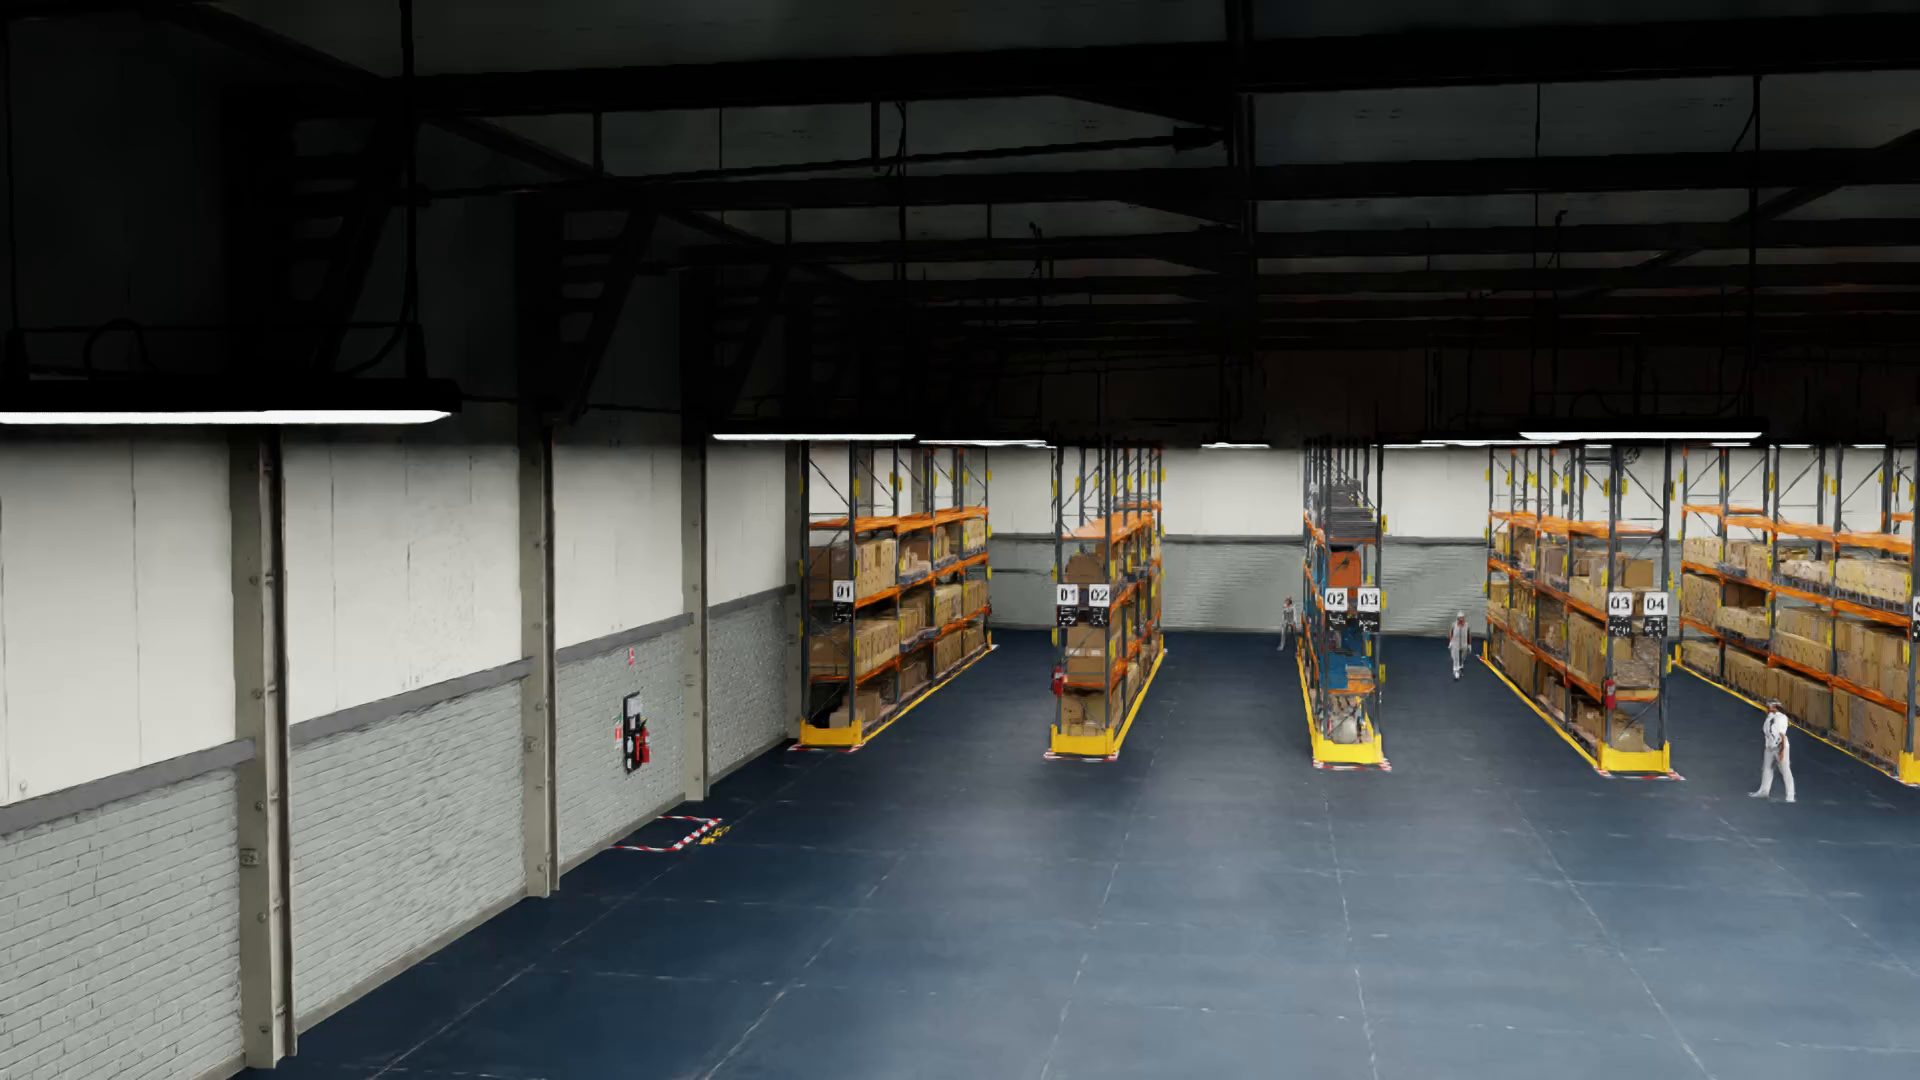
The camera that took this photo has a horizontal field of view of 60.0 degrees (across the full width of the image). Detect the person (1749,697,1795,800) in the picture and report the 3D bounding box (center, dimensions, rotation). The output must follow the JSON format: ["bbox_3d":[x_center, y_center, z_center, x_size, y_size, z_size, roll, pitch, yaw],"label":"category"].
[{"bbox_3d":[13.354,3.410,27.278,0.603,1.656,0.594,0,3,-6],"label":"person"}]

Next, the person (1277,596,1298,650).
[{"bbox_3d":[9.462,2.369,47.747,0.457,1.542,0.884,2,4,34],"label":"person"}]

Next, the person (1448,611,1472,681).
[{"bbox_3d":[12.456,2.616,41.377,0.549,1.709,1.128,0,3,8],"label":"person"}]
